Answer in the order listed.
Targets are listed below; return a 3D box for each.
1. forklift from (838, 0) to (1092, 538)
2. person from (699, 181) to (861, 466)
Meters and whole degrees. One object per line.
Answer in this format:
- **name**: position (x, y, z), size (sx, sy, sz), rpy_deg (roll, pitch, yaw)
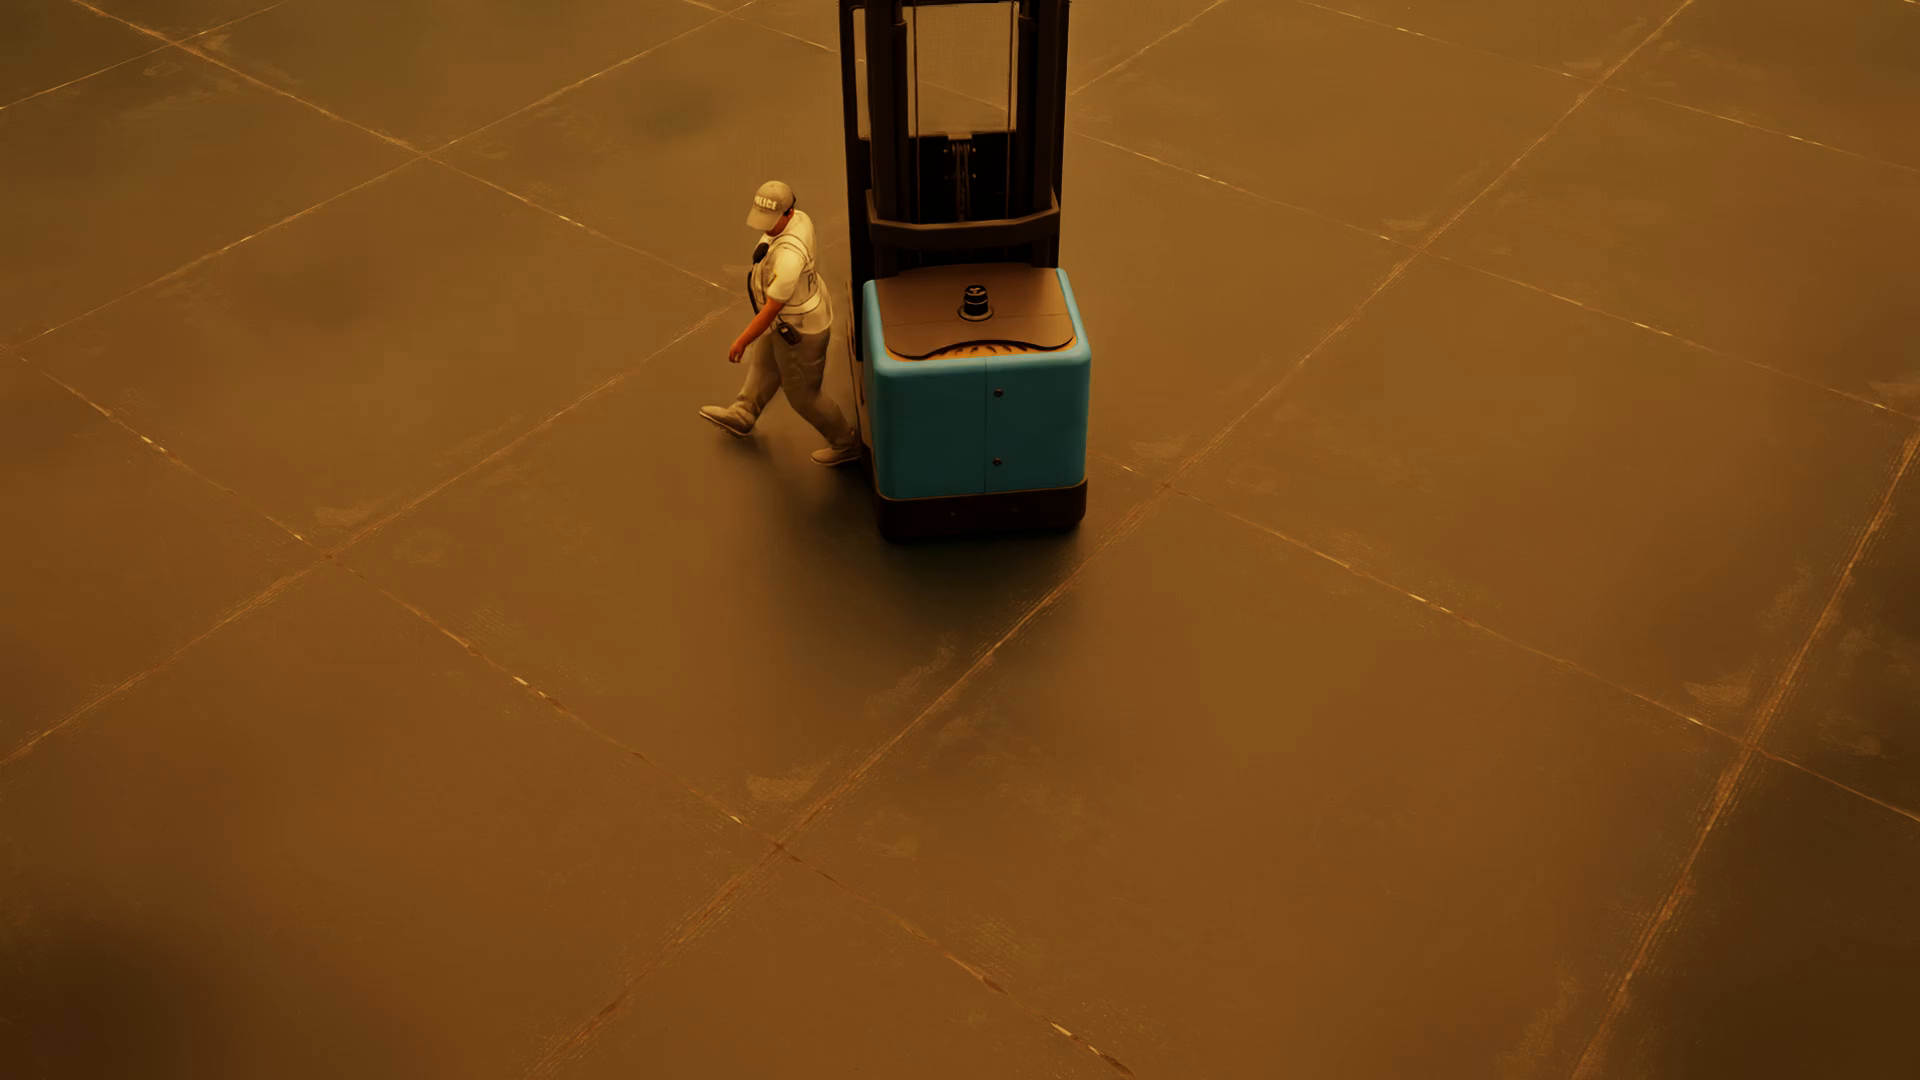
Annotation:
- **forklift**: position (-0.058, -2.077, 8.510), size (1.130, 2.935, 3.031), rpy_deg (-4, 41, -5)
- **person**: position (-0.955, -1.108, 8.405), size (0.877, 1.624, 0.662), rpy_deg (-3, 41, -3)
